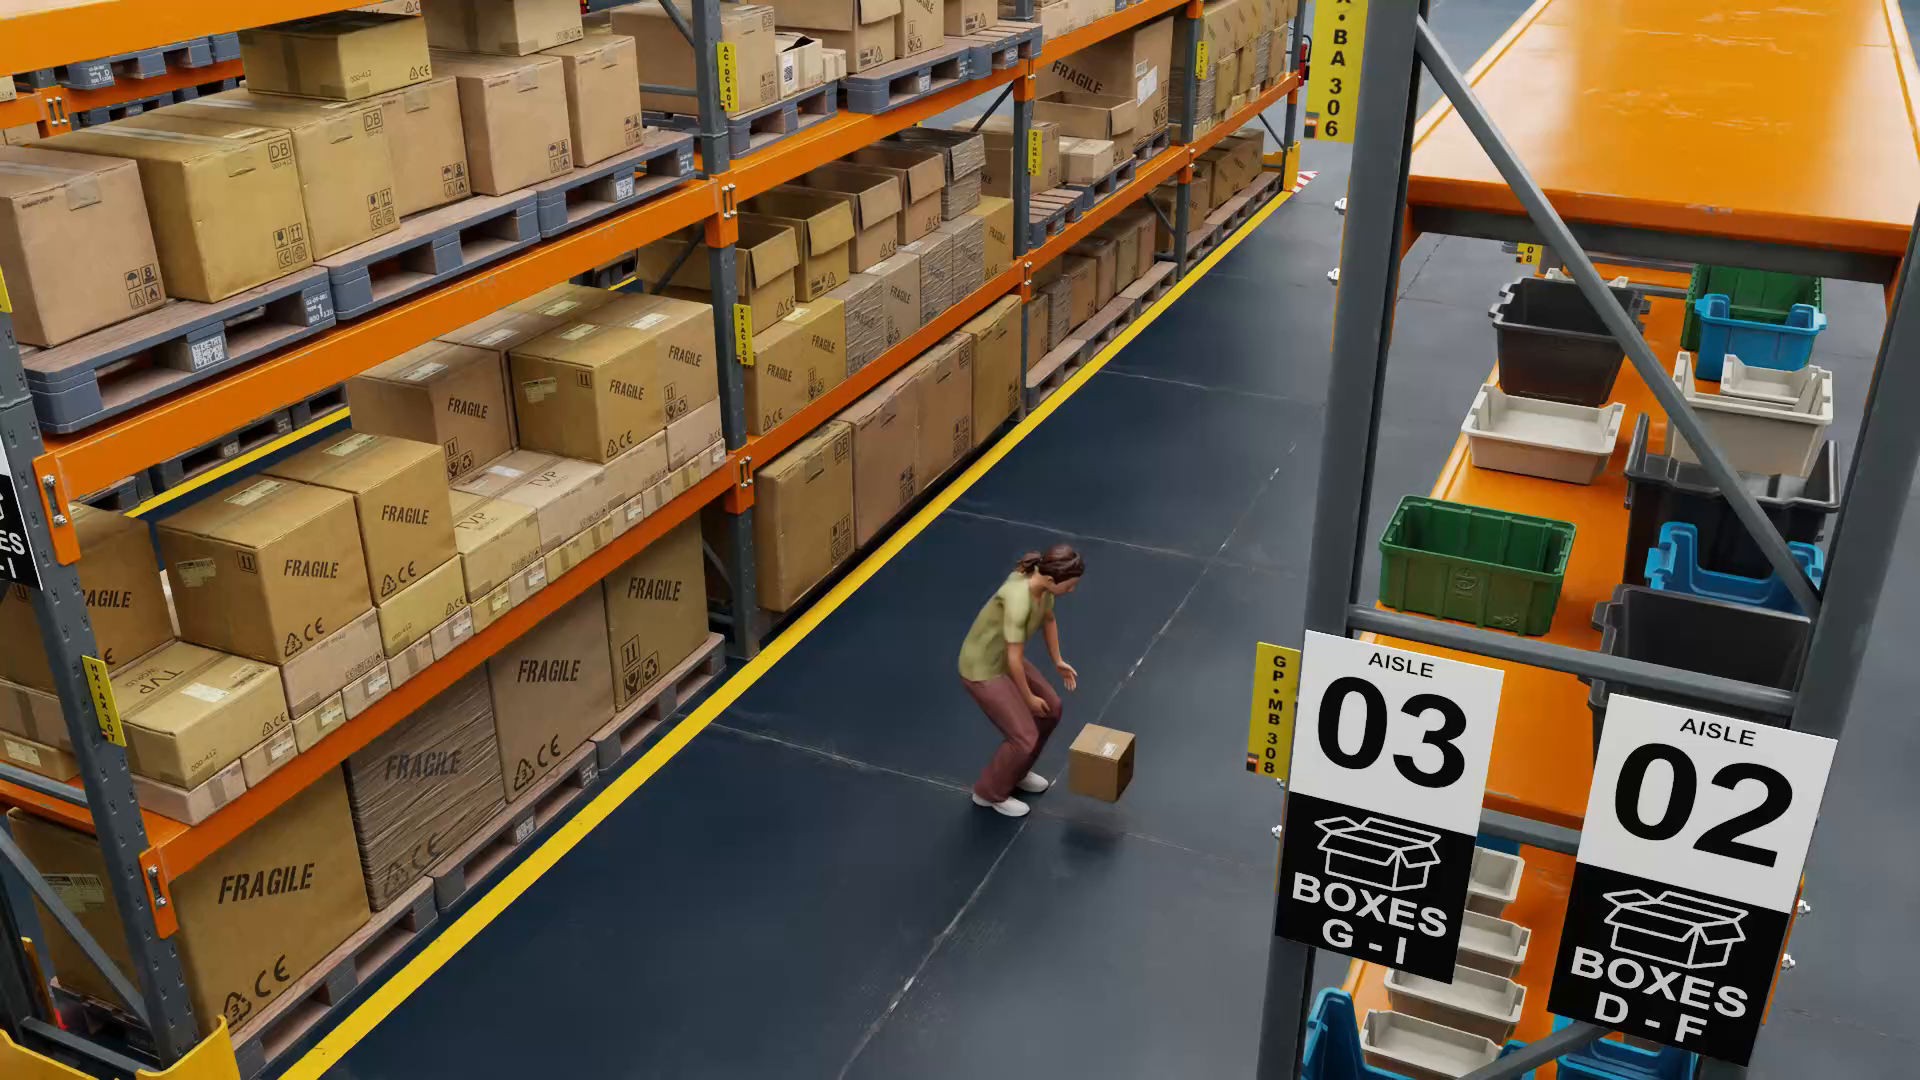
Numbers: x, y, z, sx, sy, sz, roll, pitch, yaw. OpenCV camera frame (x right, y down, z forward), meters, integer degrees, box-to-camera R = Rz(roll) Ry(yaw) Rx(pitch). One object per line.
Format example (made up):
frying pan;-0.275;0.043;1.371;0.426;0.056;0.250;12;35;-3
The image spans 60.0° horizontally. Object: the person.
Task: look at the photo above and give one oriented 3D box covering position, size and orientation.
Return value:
person;0.302;0.640;8.087;0.595;1.444;0.507;12;29;22
